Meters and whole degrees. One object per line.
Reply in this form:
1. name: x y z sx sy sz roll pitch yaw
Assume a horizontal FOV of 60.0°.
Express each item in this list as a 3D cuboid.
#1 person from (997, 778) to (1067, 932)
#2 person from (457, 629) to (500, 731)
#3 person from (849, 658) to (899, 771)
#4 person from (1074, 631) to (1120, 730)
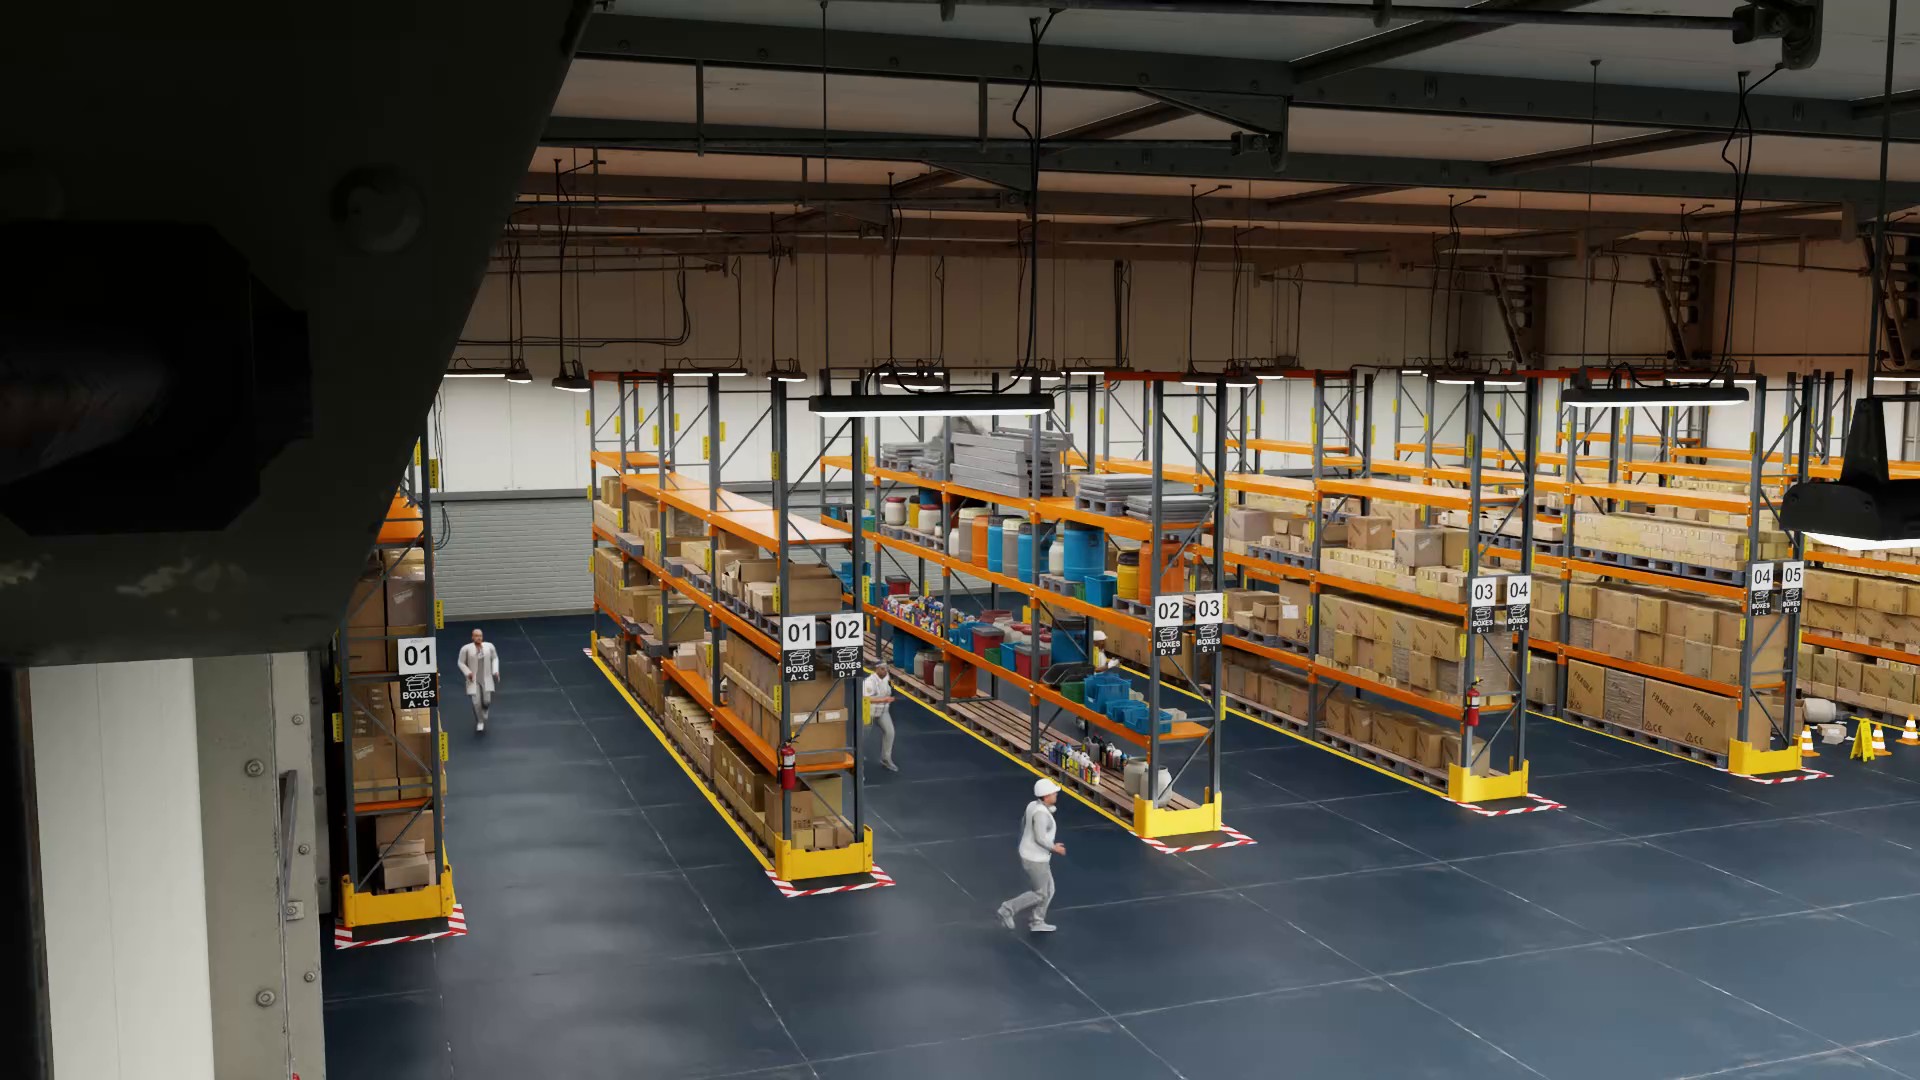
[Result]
1. person: 0.784 3.460 18.199 0.757 1.725 0.654 0 6 -2
2. person: -8.123 2.350 28.072 0.687 1.724 0.680 -3 7 -22
3. person: -1.302 2.642 25.461 0.667 1.757 0.999 -6 9 -43
4. person: 2.256 2.375 27.816 0.875 1.738 0.585 4 7 30
